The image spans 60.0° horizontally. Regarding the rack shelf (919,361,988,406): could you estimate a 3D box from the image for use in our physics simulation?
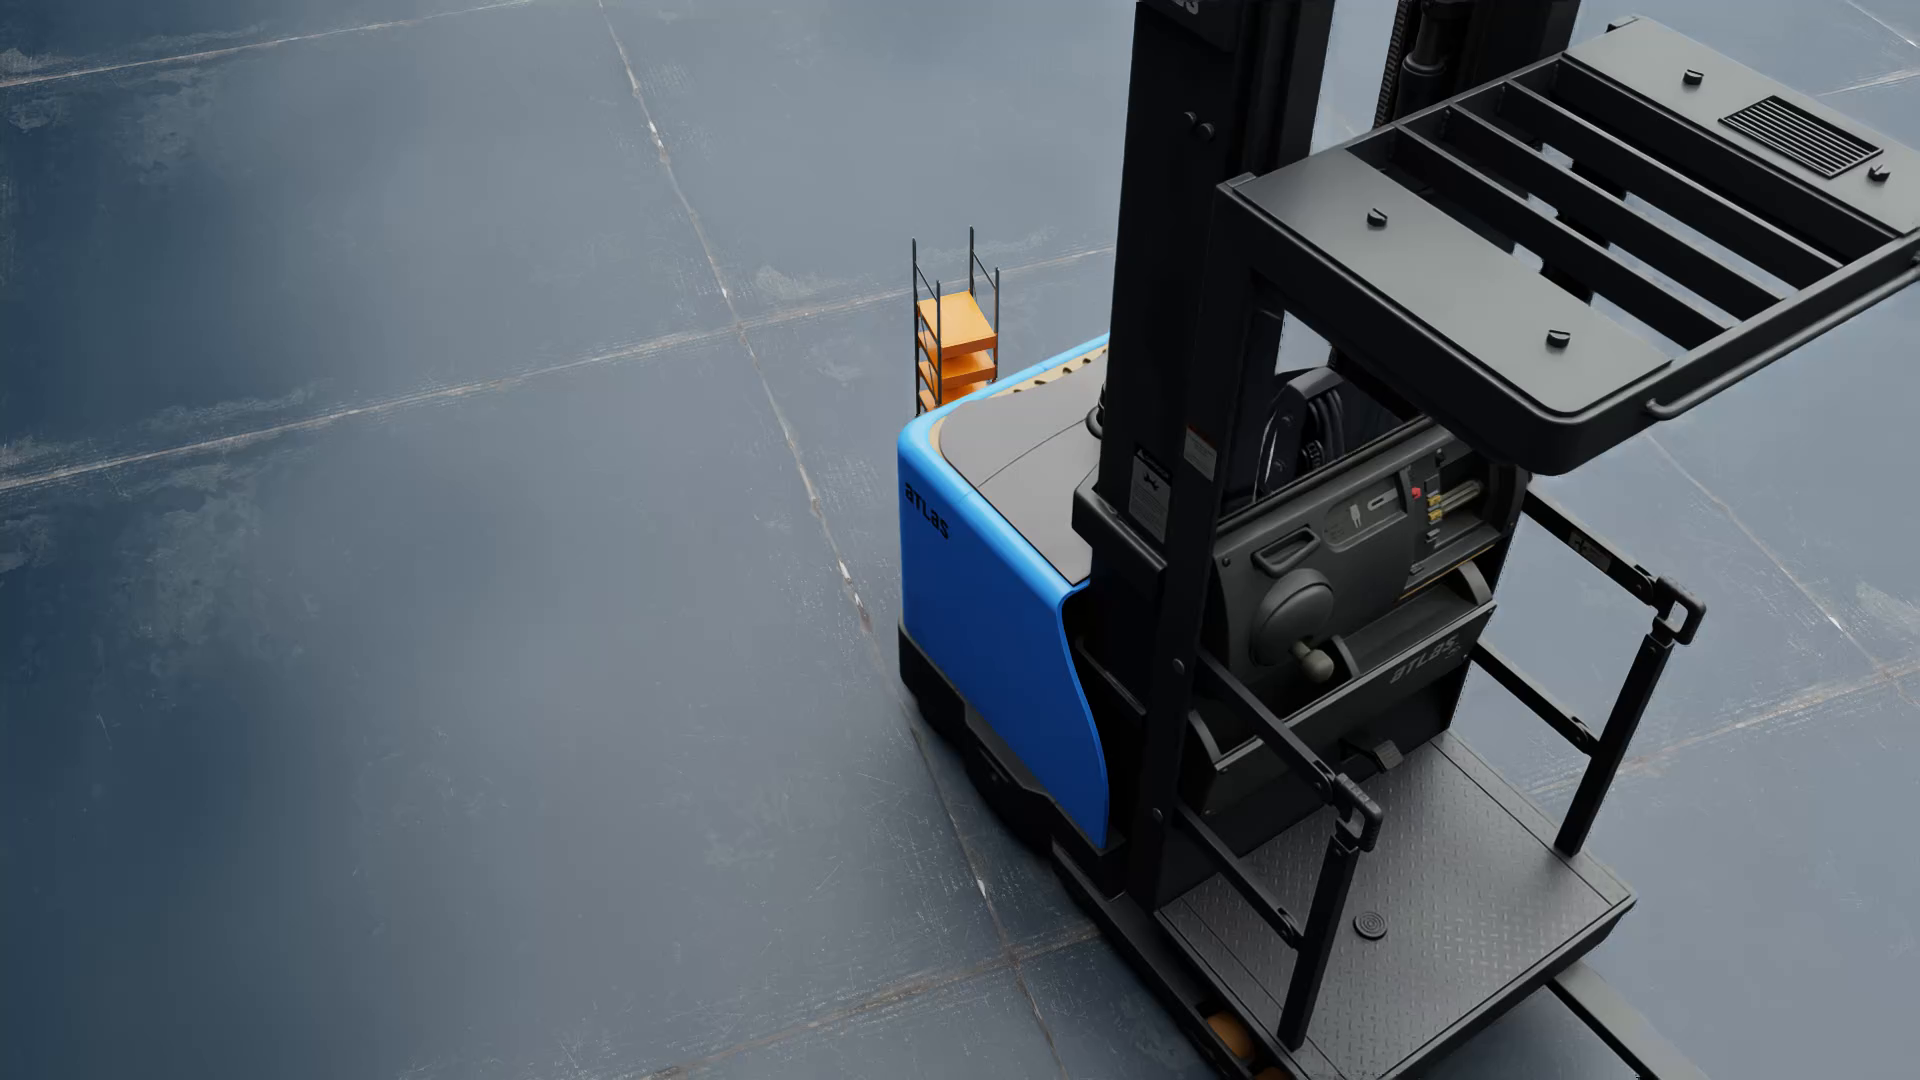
[{"bbox_3d":[-0.014,-0.473,5.268,0.180,0.103,0.258,-14,47,-14],"label":"rack shelf"}]

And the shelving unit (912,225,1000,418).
[{"bbox_3d":[-0.014,-0.420,5.322,0.189,1.200,0.258,-14,47,-14],"label":"shelving unit"}]

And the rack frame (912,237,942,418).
[{"bbox_3d":[-0.100,-0.398,5.300,0.006,1.200,0.240,-14,47,-14],"label":"rack frame"}]

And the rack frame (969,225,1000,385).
[{"bbox_3d":[0.072,-0.442,5.343,0.006,1.200,0.240,-14,47,-14],"label":"rack frame"}]

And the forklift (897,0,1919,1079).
[{"bbox_3d":[1.056,0.082,3.599,1.130,2.935,3.031,-26,51,-23],"label":"forklift"}]

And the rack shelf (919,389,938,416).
[{"bbox_3d":[-0.014,-0.389,5.353,0.180,0.103,0.258,-14,47,-14],"label":"rack shelf"}]

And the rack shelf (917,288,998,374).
[{"bbox_3d":[-0.014,-0.643,5.098,0.180,0.103,0.258,-14,47,-14],"label":"rack shelf"}]

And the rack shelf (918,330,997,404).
[{"bbox_3d":[-0.014,-0.558,5.183,0.180,0.103,0.258,-14,47,-14],"label":"rack shelf"}]
